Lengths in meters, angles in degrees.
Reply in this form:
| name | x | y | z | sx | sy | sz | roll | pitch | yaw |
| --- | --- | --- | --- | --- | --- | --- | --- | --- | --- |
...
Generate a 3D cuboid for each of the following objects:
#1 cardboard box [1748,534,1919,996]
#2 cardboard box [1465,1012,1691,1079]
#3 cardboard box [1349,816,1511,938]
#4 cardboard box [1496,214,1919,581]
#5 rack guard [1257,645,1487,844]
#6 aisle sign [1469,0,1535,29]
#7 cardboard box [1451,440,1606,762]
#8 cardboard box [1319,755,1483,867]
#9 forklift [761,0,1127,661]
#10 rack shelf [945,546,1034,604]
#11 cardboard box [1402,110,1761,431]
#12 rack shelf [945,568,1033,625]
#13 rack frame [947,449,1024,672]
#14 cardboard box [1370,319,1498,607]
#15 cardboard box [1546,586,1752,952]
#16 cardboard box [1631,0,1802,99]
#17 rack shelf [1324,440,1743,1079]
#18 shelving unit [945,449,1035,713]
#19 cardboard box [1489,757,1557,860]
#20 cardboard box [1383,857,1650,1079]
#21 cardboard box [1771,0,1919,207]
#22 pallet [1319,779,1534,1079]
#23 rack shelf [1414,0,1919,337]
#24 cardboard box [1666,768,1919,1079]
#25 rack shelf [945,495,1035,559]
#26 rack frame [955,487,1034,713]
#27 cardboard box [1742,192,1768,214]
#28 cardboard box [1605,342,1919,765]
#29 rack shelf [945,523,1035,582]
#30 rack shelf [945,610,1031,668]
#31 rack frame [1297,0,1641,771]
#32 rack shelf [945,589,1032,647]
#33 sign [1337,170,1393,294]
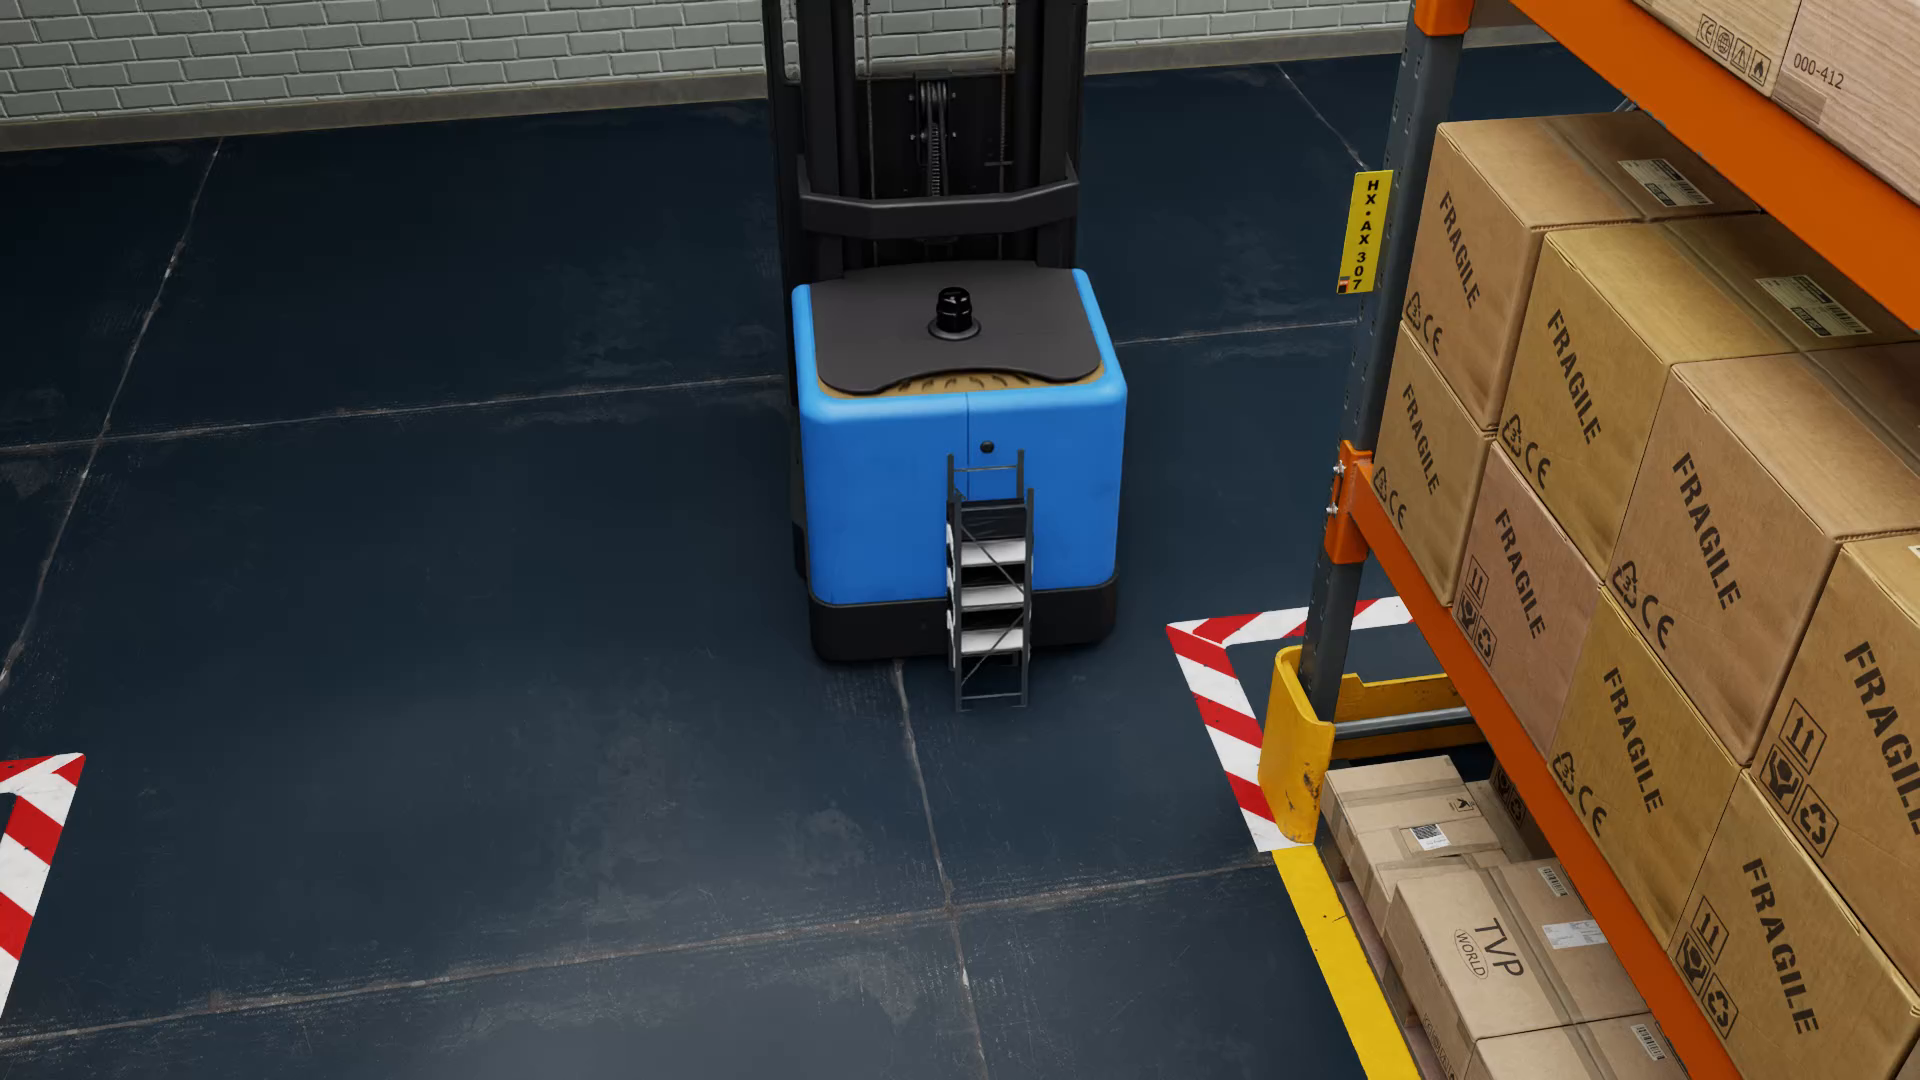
| name | x | y | z | sx | sy | sz | roll | pitch | yaw |
| --- | --- | --- | --- | --- | --- | --- | --- | --- | --- |
| cardboard box | 1.616 | 0.320 | 2.496 | 0.500 | 0.500 | 0.500 | -7 | 38 | -8 |
| cardboard box | 1.517 | 1.409 | 3.874 | 0.500 | 0.250 | 0.500 | -6 | 38 | -8 |
| cardboard box | 1.305 | 0.920 | 4.572 | 0.380 | 0.166 | 0.250 | -6 | 38 | -8 |
| cardboard box | 1.443 | -0.289 | 3.281 | 0.500 | 0.500 | 0.500 | -6 | 38 | -7 |
| rack guard | 1.539 | 0.567 | 5.113 | 1.175 | 0.500 | 0.348 | -6 | 38 | -8 |
| aisle sign | 1.225 | -1.502 | 3.620 | 0.394 | 0.787 | 0.004 | -6 | 38 | -8 |
| cardboard box | 1.440 | 0.102 | 3.592 | 0.500 | 0.500 | 0.500 | -7 | 38 | -8 |
| cardboard box | 1.261 | 0.776 | 4.771 | 0.380 | 0.149 | 0.250 | -6 | 38 | -8 |
| forklift | -0.147 | -1.643 | 5.976 | 1.130 | 2.935 | 3.031 | -4 | 38 | -5 |
| rack shelf | 0.092 | 0.101 | 5.294 | 0.258 | 0.077 | 0.200 | -4 | 38 | -5 |
| cardboard box | 1.344 | -0.604 | 3.686 | 0.500 | 0.500 | 0.500 | -5 | 38 | -7 |
| rack shelf | 0.092 | 0.172 | 5.349 | 0.258 | 0.077 | 0.200 | -4 | 38 | -5 |
| rack frame | 0.080 | 0.084 | 5.409 | 0.240 | 0.900 | 0.006 | -4 | 38 | -5 |
| cardboard box | 1.344 | -0.209 | 3.993 | 0.500 | 0.500 | 0.500 | -5 | 38 | -7 |
| cardboard box | 1.525 | 0.405 | 3.202 | 0.500 | 0.500 | 0.500 | -6 | 38 | -8 |
| cardboard box | 1.440 | -0.950 | 2.705 | 0.500 | 0.250 | 0.500 | -6 | 38 | -8 |
| rack shelf | 1.876 | 1.026 | 3.071 | 1.077 | 0.370 | 4.000 | -6 | 38 | -8 |
| shelving unit | 0.092 | 0.146 | 5.329 | 0.258 | 0.900 | 0.210 | -4 | 38 | -5 |
| cardboard box | 1.863 | 0.649 | 4.648 | 0.500 | 0.500 | 0.500 | -6 | 38 | -8 |
| cardboard box | 1.429 | 1.107 | 4.263 | 0.500 | 0.250 | 0.500 | -6 | 38 | -8 |
| cardboard box | 1.530 | -0.648 | 2.317 | 0.500 | 0.250 | 0.500 | -6 | 38 | -8 |
| pallet | 1.680 | 1.163 | 4.582 | 1.003 | 0.211 | 1.213 | -6 | 38 | -8 |
| rack shelf | 1.876 | -0.158 | 2.150 | 1.077 | 0.370 | 4.000 | -6 | 38 | -8 |
| cardboard box | 1.611 | 0.708 | 2.813 | 0.500 | 0.500 | 0.500 | -6 | 38 | -7 |
| rack shelf | 0.092 | -0.041 | 5.184 | 0.258 | 0.077 | 0.200 | -4 | 38 | -5 |
| rack frame | 0.103 | 0.208 | 5.249 | 0.240 | 0.900 | 0.006 | -4 | 38 | -5 |
| cardboard box | 1.874 | -0.661 | 3.759 | 0.500 | 0.500 | 0.500 | -7 | 38 | -8 |
| cardboard box | 1.526 | 0.014 | 2.891 | 0.500 | 0.500 | 0.500 | -6 | 38 | -7 |
| rack shelf | 0.092 | 0.030 | 5.239 | 0.258 | 0.077 | 0.200 | -4 | 38 | -5 |
| rack shelf | 0.092 | 0.314 | 5.460 | 0.258 | 0.077 | 0.200 | -4 | 38 | -5 |
| rack frame | 1.526 | -0.466 | 4.405 | 1.000 | 3.000 | 0.127 | -6 | 38 | -8 |
| rack shelf | 0.092 | 0.243 | 5.405 | 0.258 | 0.077 | 0.200 | -4 | 38 | -5 |
| sign | 0.991 | -0.749 | 4.064 | 0.100 | 0.325 | 0.005 | -6 | 38 | -8 |
